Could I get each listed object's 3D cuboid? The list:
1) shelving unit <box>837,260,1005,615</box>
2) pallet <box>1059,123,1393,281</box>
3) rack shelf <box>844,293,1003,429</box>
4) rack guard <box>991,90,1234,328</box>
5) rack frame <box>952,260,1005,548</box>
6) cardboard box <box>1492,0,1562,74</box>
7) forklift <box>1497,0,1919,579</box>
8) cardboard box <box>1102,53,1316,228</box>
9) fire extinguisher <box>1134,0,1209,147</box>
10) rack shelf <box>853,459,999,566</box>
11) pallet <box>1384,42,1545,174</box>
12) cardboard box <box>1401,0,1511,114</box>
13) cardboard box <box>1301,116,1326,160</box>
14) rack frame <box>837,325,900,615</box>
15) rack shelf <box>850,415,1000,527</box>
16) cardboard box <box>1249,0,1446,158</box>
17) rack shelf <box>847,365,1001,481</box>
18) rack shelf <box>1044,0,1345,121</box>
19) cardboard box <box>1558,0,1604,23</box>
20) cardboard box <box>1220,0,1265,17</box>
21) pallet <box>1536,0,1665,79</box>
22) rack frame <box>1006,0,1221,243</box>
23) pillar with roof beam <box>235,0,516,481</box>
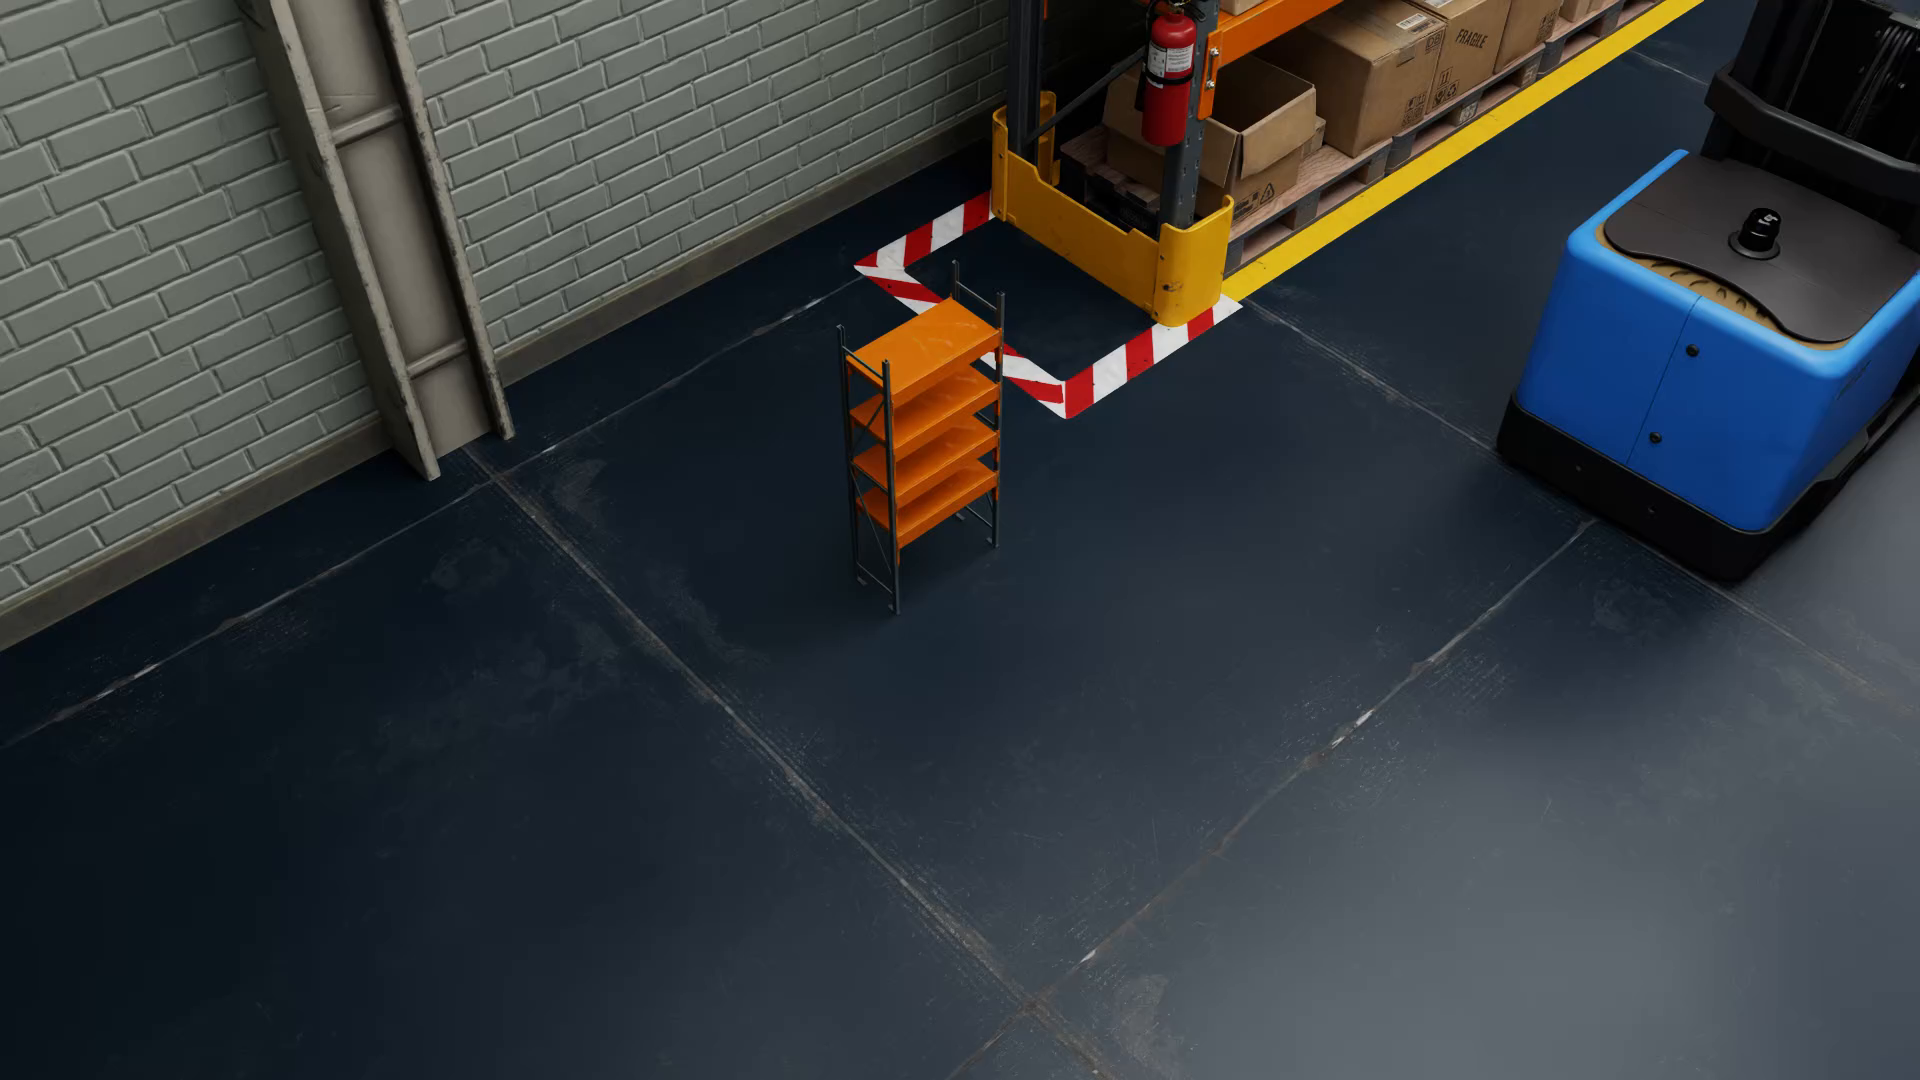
[{"bbox_3d":[-0.122,-0.325,5.734,0.503,1.200,0.258,-34,56,-27],"label":"shelving unit"},{"bbox_3d":[1.226,-1.754,7.725,1.213,0.211,1.003,-34,56,-27],"label":"pallet"},{"bbox_3d":[-0.122,-0.591,5.445,0.480,0.148,0.258,-34,56,-27],"label":"rack shelf"},{"bbox_3d":[0.637,-1.458,7.255,0.348,0.500,1.175,-34,56,-27],"label":"rack guard"},{"bbox_3d":[0.058,-0.446,5.845,0.015,1.200,0.240,-34,56,-27],"label":"rack frame"},{"bbox_3d":[2.523,-2.728,8.141,0.500,0.500,0.700,-36,57,-28],"label":"cardboard box"},{"bbox_3d":[3.504,-1.824,5.939,3.031,2.935,1.130,-36,57,-28],"label":"forklift"},{"bbox_3d":[1.097,-1.815,7.296,0.637,0.503,0.797,-36,57,-28],"label":"cardboard box"},{"bbox_3d":[0.783,-1.791,6.168,0.183,0.674,0.296,-34,56,-27],"label":"fire extinguisher"},{"bbox_3d":[-0.122,-0.145,5.929,0.480,0.148,0.258,-34,56,-27],"label":"rack shelf"},{"bbox_3d":[2.128,-2.354,8.279,1.213,0.211,1.003,-34,56,-27],"label":"pallet"},{"bbox_3d":[2.214,-2.422,7.859,0.500,0.500,0.500,-33,55,-27],"label":"cardboard box"},{"bbox_3d":[1.437,-1.883,7.601,0.250,0.149,0.380,-36,57,-28],"label":"cardboard box"},{"bbox_3d":[-0.303,-0.204,5.622,0.015,1.200,0.240,-34,56,-27],"label":"rack frame"},{"bbox_3d":[-0.122,-0.279,5.783,0.480,0.148,0.258,-34,56,-27],"label":"rack shelf"},{"bbox_3d":[1.755,-2.215,7.668,0.500,0.500,0.700,-32,55,-26],"label":"cardboard box"},{"bbox_3d":[-0.122,-0.431,5.619,0.480,0.148,0.258,-34,56,-27],"label":"rack shelf"},{"bbox_3d":[2.060,-3.013,7.478,4.000,0.370,1.077,-34,56,-27],"label":"rack shelf"},{"bbox_3d":[3.061,-2.849,8.412,0.258,0.266,0.396,-32,55,-26],"label":"cardboard box"},{"bbox_3d":[1.008,-2.196,6.406,0.250,0.149,0.380,-34,56,-27],"label":"cardboard box"},{"bbox_3d":[3.031,-2.961,8.838,1.213,0.211,1.003,-34,56,-27],"label":"pallet"},{"bbox_3d":[0.580,-2.268,6.301,0.127,3.000,1.000,-34,56,-27],"label":"rack frame"},{"bbox_3d":[0.875,-1.118,1.159,0.400,9.000,9.100,-34,56,-27],"label":"pillar with roof beam"}]
